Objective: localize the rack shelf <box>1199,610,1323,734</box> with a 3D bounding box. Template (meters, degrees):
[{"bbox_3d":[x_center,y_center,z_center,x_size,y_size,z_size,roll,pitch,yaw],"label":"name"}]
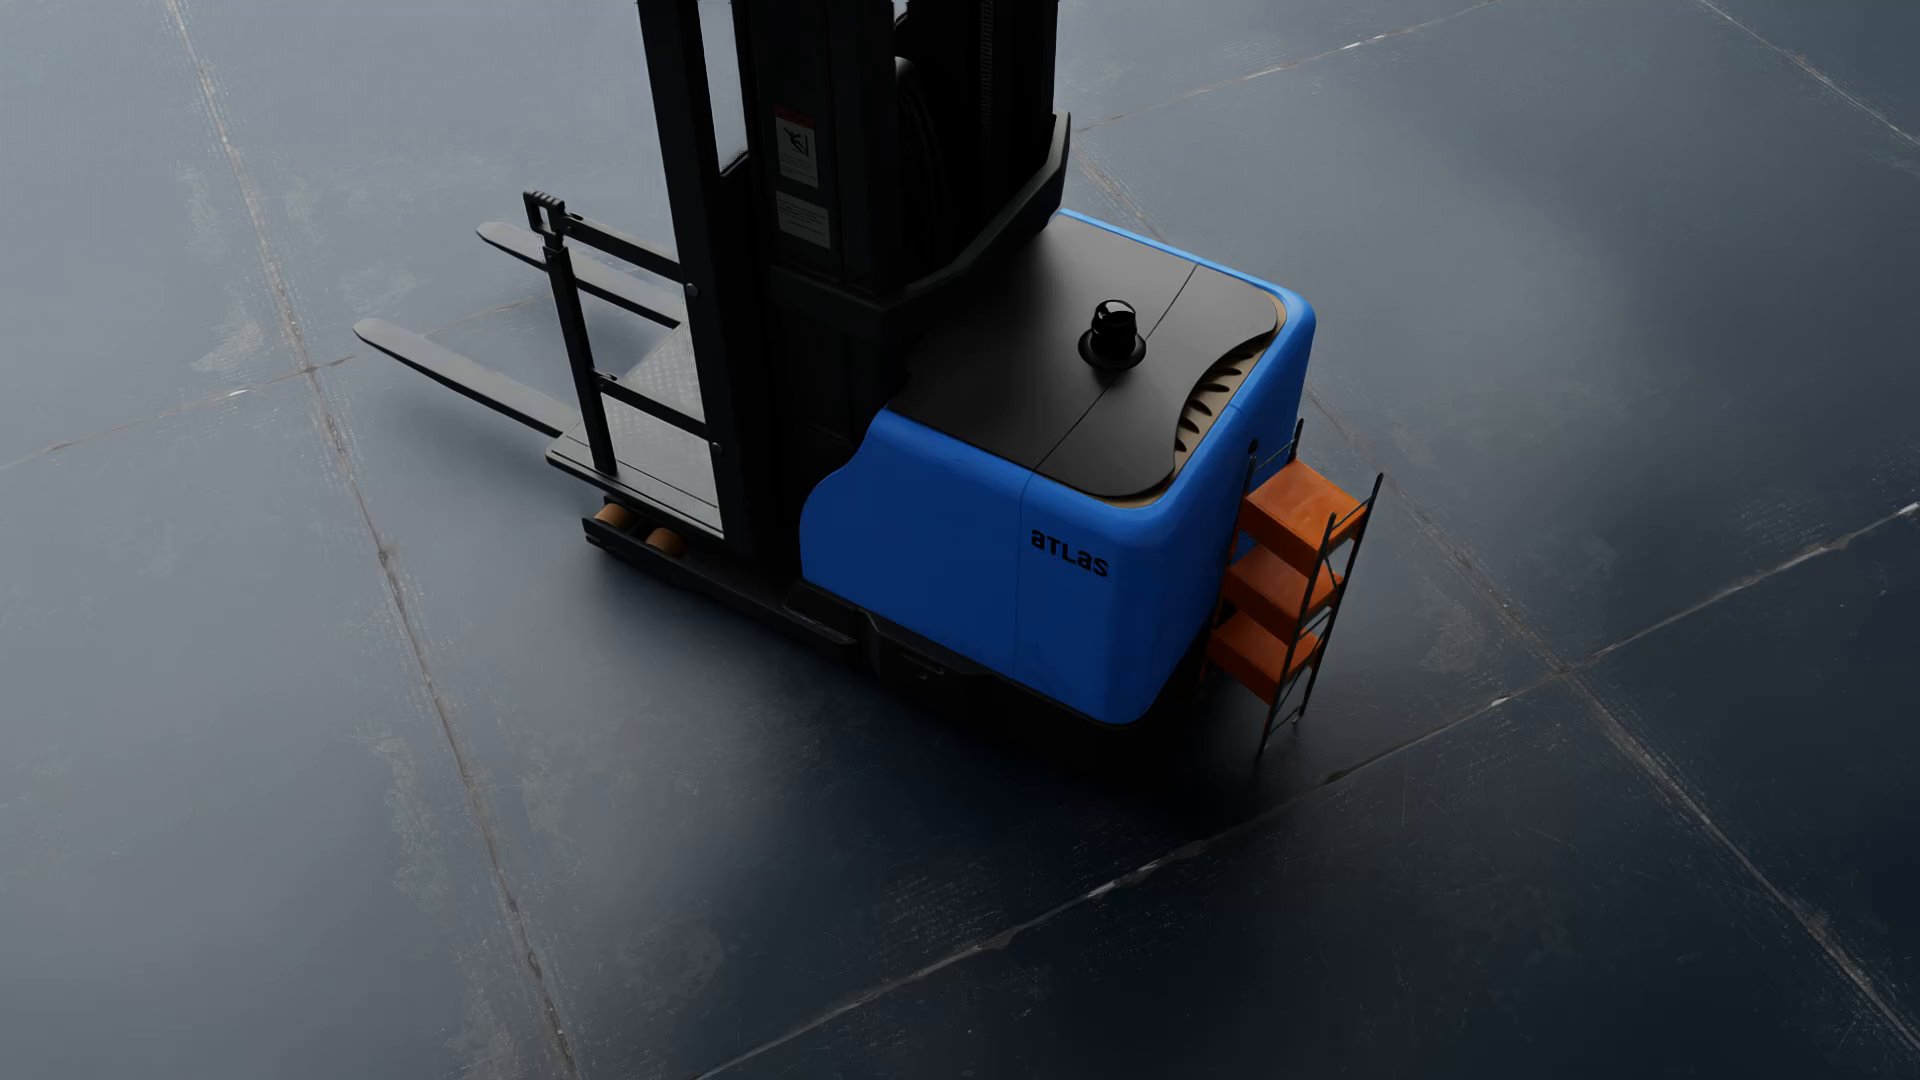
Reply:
[{"bbox_3d":[0.840,0.337,4.634,0.215,0.259,0.240,-36,60,-27],"label":"rack shelf"}]

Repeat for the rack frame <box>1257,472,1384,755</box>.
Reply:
[{"bbox_3d":[0.932,0.223,4.357,0.200,1.050,0.008,-36,60,-27],"label":"rack frame"}]

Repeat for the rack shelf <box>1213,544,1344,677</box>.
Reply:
[{"bbox_3d":[0.847,0.160,4.420,0.215,0.259,0.240,-36,60,-27],"label":"rack shelf"}]

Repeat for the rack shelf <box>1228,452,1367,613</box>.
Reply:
[{"bbox_3d":[0.855,-0.020,4.201,0.215,0.259,0.240,-36,60,-27],"label":"rack shelf"}]

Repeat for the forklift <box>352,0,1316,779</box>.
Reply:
[{"bbox_3d":[-0.572,-1.156,4.314,3.031,2.935,1.130,24,53,20],"label":"forklift"}]

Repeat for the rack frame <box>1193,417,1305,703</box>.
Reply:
[{"bbox_3d":[0.763,0.084,4.466,0.200,1.050,0.008,-36,60,-27],"label":"rack frame"}]

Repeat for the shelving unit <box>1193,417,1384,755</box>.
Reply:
[{"bbox_3d":[0.848,0.154,4.412,0.215,1.050,0.252,-36,60,-27],"label":"shelving unit"}]
